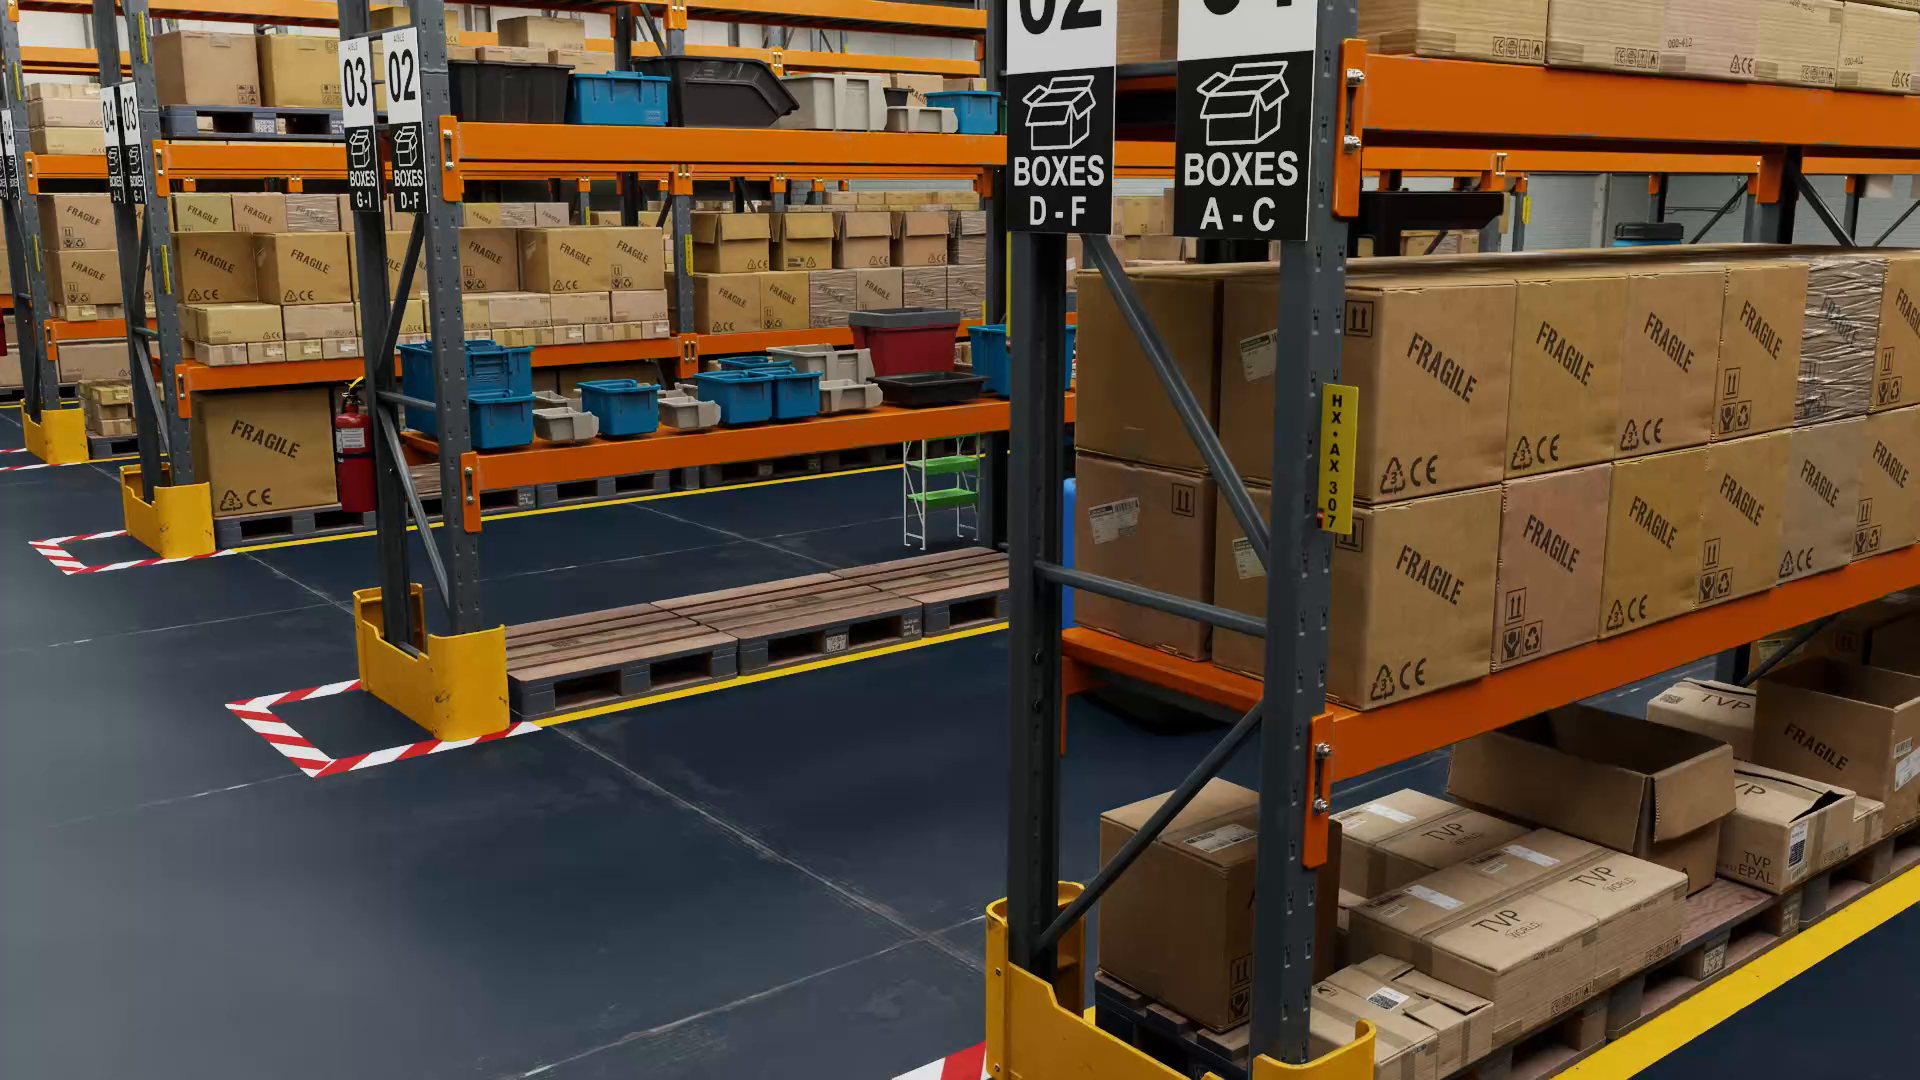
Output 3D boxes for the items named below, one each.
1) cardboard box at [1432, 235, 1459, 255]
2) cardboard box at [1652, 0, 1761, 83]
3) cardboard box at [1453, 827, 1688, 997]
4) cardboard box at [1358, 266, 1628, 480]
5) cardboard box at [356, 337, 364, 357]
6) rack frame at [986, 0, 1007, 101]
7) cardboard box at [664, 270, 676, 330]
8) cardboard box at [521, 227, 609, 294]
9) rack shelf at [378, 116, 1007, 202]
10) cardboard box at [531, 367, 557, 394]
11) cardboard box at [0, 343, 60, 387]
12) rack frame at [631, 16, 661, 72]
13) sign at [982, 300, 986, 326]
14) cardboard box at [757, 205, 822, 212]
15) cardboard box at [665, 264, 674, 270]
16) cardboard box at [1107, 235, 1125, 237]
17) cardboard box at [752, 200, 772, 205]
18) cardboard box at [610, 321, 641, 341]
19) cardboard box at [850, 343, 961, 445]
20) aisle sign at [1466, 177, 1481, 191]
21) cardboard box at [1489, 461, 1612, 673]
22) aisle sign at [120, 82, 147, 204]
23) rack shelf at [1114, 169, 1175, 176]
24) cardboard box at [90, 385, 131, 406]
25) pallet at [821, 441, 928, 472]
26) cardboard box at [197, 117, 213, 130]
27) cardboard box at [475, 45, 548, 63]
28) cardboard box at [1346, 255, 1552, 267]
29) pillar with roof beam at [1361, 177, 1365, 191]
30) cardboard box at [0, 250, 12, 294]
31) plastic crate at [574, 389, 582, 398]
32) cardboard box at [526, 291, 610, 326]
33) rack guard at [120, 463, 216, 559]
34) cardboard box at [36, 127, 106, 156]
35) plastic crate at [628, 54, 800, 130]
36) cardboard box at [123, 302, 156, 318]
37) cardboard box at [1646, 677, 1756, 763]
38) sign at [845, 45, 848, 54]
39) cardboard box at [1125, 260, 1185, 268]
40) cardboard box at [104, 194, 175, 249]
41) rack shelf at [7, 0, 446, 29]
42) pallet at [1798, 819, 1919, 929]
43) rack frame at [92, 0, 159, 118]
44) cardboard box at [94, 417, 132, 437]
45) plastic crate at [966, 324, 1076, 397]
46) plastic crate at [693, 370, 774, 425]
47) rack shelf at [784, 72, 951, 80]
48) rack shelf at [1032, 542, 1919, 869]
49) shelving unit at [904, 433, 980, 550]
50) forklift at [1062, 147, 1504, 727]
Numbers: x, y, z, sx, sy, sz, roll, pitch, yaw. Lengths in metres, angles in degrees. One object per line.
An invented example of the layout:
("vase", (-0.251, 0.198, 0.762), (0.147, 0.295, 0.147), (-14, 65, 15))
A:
("cardboard box", (5.617, -3.511, 20.486), (0.500, 0.500, 0.875), (-9, 15, -38))
("cardboard box", (1.837, -1.390, 4.592), (0.500, 0.250, 0.500), (-9, 15, -38))
("cardboard box", (1.872, 1.133, 5.133), (0.500, 0.250, 0.500), (-9, 15, -38))
("cardboard box", (1.404, -0.464, 4.447), (0.500, 0.500, 0.500), (-9, 15, -37))
("cardboard box", (-4.412, -1.453, 12.355), (0.250, 0.149, 0.380), (-10, 15, -39))
("rack frame", (0.521, -4.100, 9.773), (0.127, 3.000, 1.000), (-9, 15, -38))
("cardboard box", (-2.379, -2.123, 14.663), (0.500, 0.500, 0.500), (-9, 15, -37))
("cardboard box", (-3.159, -2.240, 13.298), (0.500, 0.500, 0.500), (-9, 15, -37))
("rack shelf", (-1.041, -2.021, 8.937), (4.000, 0.370, 1.077), (-9, 15, -38))
("cardboard box", (-3.841, -0.946, 13.464), (0.875, 0.875, 0.875), (-9, 15, -38))
("cardboard box", (-11.435, -2.111, 20.007), (0.875, 0.438, 0.875), (-10, 16, -40))
("rack frame", (-5.621, -8.353, 29.804), (0.127, 3.000, 1.000), (-9, 15, -38))
("sign", (0.179, -1.390, 10.789), (0.005, 0.325, 0.100), (-9, 15, -38))
("cardboard box", (-2.113, -3.900, 20.626), (0.500, 0.500, 0.700), (-10, 15, -38))
("cardboard box", (-3.369, -3.117, 19.181), (0.250, 0.149, 0.380), (-10, 16, -40))
("cardboard box", (1.845, -4.074, 23.731), (0.550, 0.550, 0.875), (-9, 15, -38))
("cardboard box", (-3.106, -5.328, 26.468), (0.250, 0.149, 0.380), (-10, 15, -38))
("cardboard box", (-2.808, -1.720, 13.611), (0.250, 0.149, 0.380), (-9, 15, -37))
("cardboard box", (-0.703, -1.453, 15.856), (0.875, 0.875, 1.225), (-9, 15, -37))
("aisle sign", (6.658, -4.854, 21.509), (0.004, 0.787, 0.394), (-9, 15, -38))
("cardboard box", (1.400, 0.026, 4.545), (0.500, 0.500, 0.500), (-10, 15, -38))
("aisle sign", (-5.566, -2.663, 11.192), (0.004, 0.787, 0.394), (-9, 15, -38))
("rack shelf", (2.112, -3.863, 17.609), (4.000, 0.370, 1.077), (-9, 15, -38))
("cardboard box", (-8.095, -1.382, 15.837), (0.250, 0.149, 0.380), (-10, 16, -40))
("pallet", (-1.065, -0.876, 15.748), (1.213, 0.211, 1.003), (-9, 15, -38))
("cardboard box", (-7.402, -4.052, 15.927), (0.500, 0.250, 0.500), (-9, 15, -37))
("cardboard box", (-3.570, -3.559, 12.954), (0.500, 0.500, 0.700), (-8, 15, -35))
("cardboard box", (1.460, -0.617, 5.164), (0.500, 0.500, 0.500), (-9, 15, -36))
("pillar with roof beam", (13.140, -10.566, 40.222), (0.548, 9.000, 9.100), (-9, 15, -38))
("cardboard box", (-11.333, -3.122, 19.368), (0.500, 0.500, 0.500), (-10, 15, -38))
("plastic crate", (-1.844, -0.717, 8.776), (0.243, 0.136, 0.396), (-9, 15, -38))
("cardboard box", (-3.157, -1.874, 13.376), (0.500, 0.250, 0.500), (-9, 15, -36))
("rack guard", (-5.716, -0.224, 11.980), (0.348, 0.500, 1.175), (-9, 15, -38))
("cardboard box", (-8.206, -3.678, 15.368), (0.500, 0.250, 0.500), (-9, 15, -36))
("plastic crate", (-1.238, -2.237, 8.370), (0.767, 0.338, 0.504), (-9, 15, -38))
("cardboard box", (-7.842, -2.199, 15.870), (0.250, 0.149, 0.380), (-10, 16, -39))
("cardboard box", (3.149, 0.758, 6.753), (0.500, 0.311, 0.500), (-9, 15, -38))
("sign", (-2.170, -9.278, 31.719), (0.005, 0.325, 0.100), (-9, 15, -38))
("cardboard box", (2.002, -2.800, 17.444), (0.500, 0.250, 0.500), (-10, 16, -39))
("cardboard box", (-7.810, -3.033, 15.825), (0.500, 0.500, 0.500), (-9, 15, -36))
("rack shelf", (-7.155, -5.108, 16.259), (4.000, 0.370, 1.077), (-9, 15, -38))
("pallet", (3.075, 1.091, 6.481), (1.213, 0.211, 1.003), (-9, 15, -38))
("rack frame", (-5.697, -4.384, 11.112), (0.127, 3.000, 1.000), (-9, 15, -38))
("cardboard box", (-8.107, -1.094, 15.913), (0.250, 0.149, 0.380), (-9, 15, -37))
("plastic crate", (0.369, -1.071, 9.846), (0.575, 0.384, 0.392), (-9, 15, -38))
("plastic crate", (-1.176, -0.743, 8.667), (0.300, 0.233, 0.416), (-9, 15, -38))
("rack shelf", (-0.956, -7.455, 27.312), (4.000, 0.370, 1.077), (-9, 15, -38))
("rack shelf", (2.051, 0.250, 5.463), (4.000, 0.370, 1.077), (-9, 15, -38))
("shelving unit", (-0.129, -0.565, 11.903), (0.503, 1.200, 0.258), (-9, 15, -38))
("forklift", (2.014, -0.742, 8.569), (3.031, 2.935, 1.130), (-6, 13, -26))
